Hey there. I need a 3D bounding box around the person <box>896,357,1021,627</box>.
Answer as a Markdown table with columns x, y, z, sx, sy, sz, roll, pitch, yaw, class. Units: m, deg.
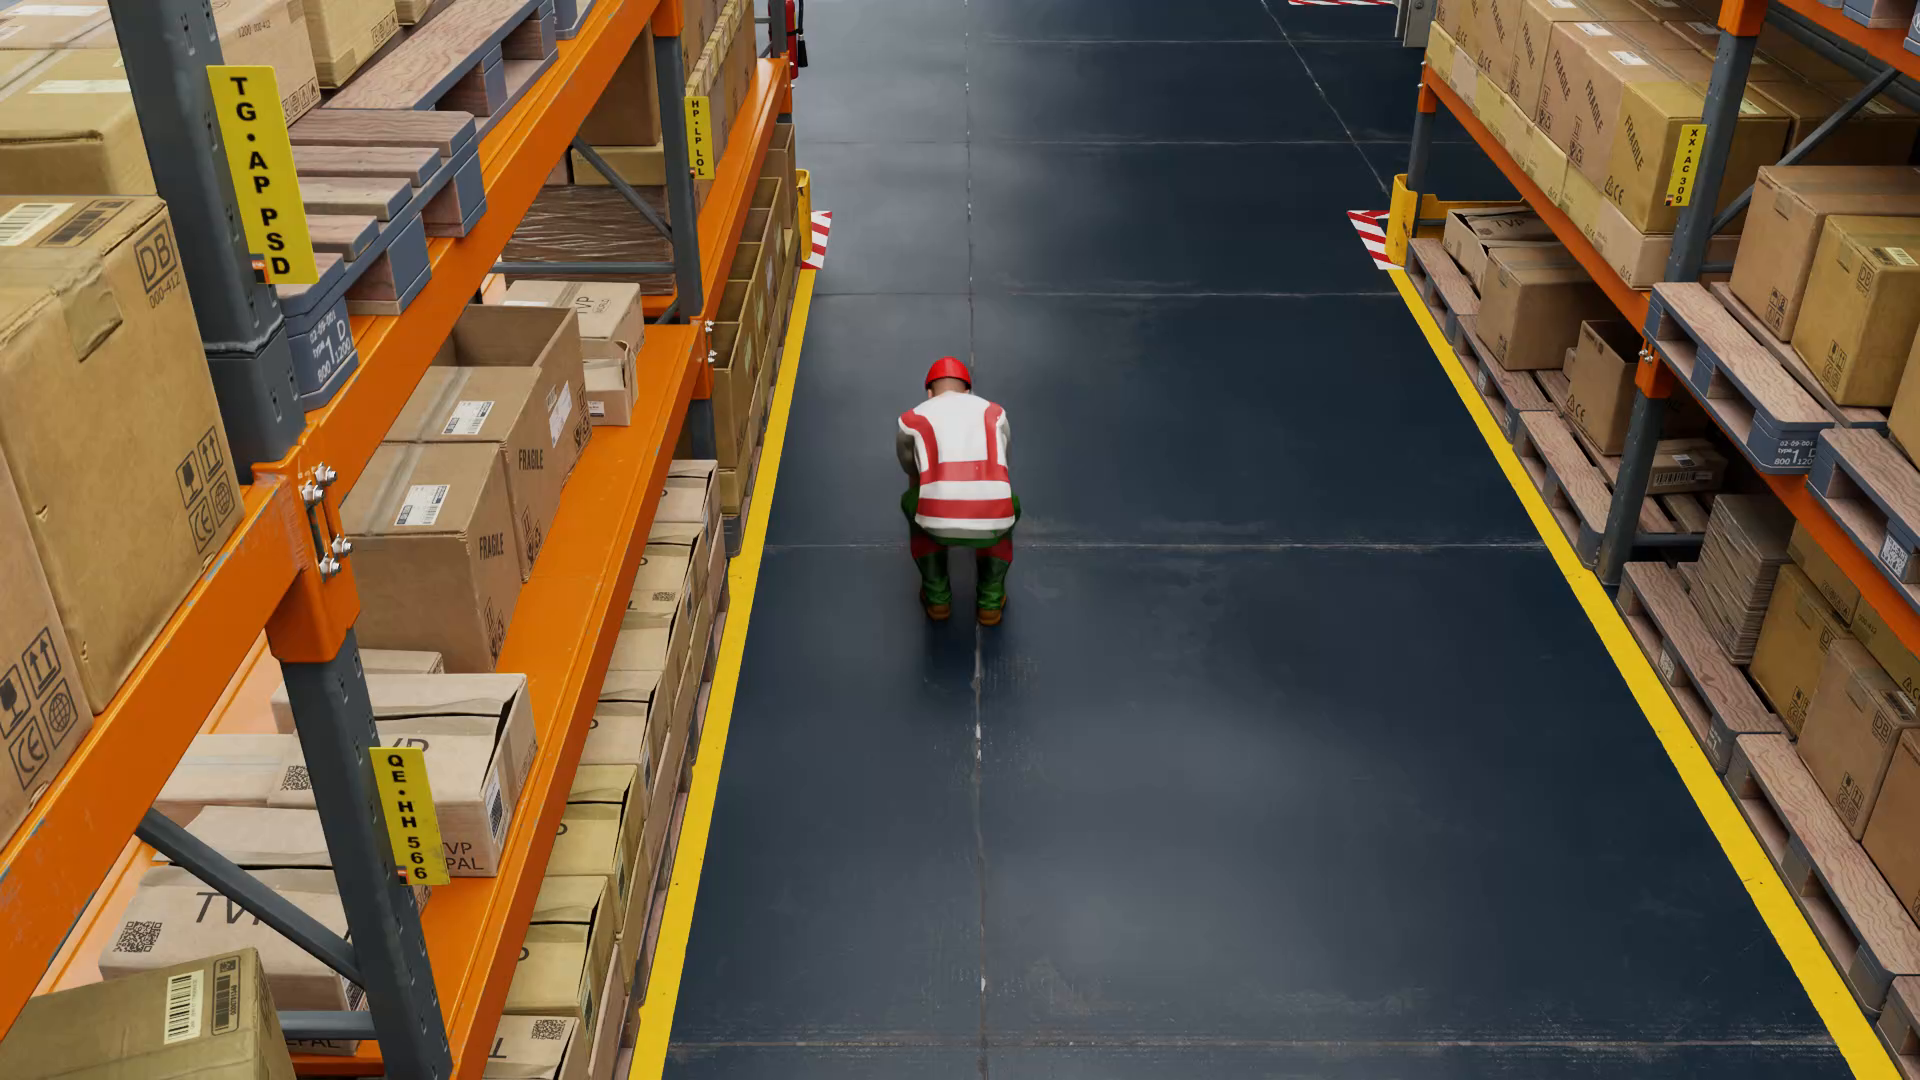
| x | y | z | sx | sy | sz | roll | pitch | yaw | class |
| --- | --- | --- | --- | --- | --- | --- | --- | --- | --- |
| -0.005 | -0.185 | 7.190 | 0.533 | 0.991 | 0.912 | -1 | 31 | -2 | person |
